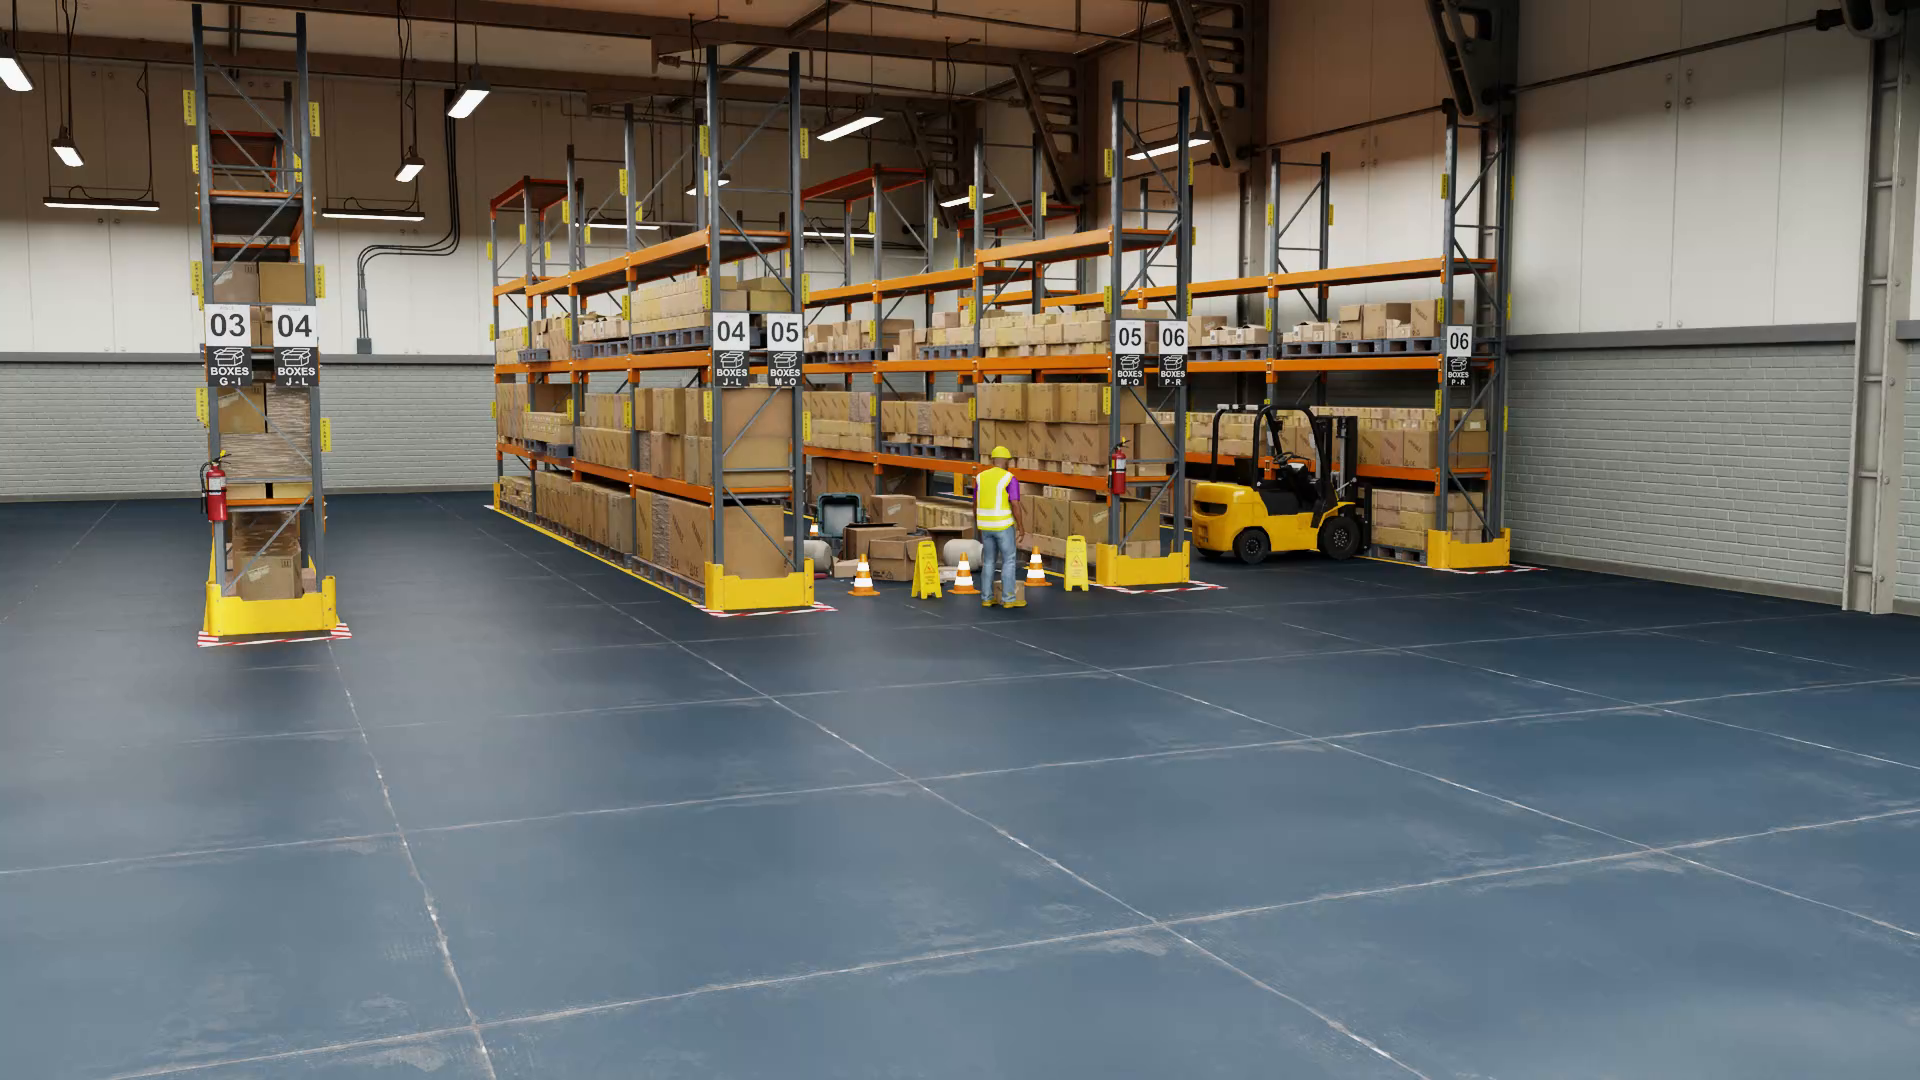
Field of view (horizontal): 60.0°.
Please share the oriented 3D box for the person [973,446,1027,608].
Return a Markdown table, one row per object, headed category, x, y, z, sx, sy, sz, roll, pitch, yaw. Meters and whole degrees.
| category | x | y | z | sx | sy | sz | roll | pitch | yaw |
| --- | --- | --- | --- | --- | --- | --- | --- | --- | --- |
| person | 0.430 | -0.148 | 18.246 | 0.627 | 1.761 | 0.456 | 4 | 7 | 36 |
